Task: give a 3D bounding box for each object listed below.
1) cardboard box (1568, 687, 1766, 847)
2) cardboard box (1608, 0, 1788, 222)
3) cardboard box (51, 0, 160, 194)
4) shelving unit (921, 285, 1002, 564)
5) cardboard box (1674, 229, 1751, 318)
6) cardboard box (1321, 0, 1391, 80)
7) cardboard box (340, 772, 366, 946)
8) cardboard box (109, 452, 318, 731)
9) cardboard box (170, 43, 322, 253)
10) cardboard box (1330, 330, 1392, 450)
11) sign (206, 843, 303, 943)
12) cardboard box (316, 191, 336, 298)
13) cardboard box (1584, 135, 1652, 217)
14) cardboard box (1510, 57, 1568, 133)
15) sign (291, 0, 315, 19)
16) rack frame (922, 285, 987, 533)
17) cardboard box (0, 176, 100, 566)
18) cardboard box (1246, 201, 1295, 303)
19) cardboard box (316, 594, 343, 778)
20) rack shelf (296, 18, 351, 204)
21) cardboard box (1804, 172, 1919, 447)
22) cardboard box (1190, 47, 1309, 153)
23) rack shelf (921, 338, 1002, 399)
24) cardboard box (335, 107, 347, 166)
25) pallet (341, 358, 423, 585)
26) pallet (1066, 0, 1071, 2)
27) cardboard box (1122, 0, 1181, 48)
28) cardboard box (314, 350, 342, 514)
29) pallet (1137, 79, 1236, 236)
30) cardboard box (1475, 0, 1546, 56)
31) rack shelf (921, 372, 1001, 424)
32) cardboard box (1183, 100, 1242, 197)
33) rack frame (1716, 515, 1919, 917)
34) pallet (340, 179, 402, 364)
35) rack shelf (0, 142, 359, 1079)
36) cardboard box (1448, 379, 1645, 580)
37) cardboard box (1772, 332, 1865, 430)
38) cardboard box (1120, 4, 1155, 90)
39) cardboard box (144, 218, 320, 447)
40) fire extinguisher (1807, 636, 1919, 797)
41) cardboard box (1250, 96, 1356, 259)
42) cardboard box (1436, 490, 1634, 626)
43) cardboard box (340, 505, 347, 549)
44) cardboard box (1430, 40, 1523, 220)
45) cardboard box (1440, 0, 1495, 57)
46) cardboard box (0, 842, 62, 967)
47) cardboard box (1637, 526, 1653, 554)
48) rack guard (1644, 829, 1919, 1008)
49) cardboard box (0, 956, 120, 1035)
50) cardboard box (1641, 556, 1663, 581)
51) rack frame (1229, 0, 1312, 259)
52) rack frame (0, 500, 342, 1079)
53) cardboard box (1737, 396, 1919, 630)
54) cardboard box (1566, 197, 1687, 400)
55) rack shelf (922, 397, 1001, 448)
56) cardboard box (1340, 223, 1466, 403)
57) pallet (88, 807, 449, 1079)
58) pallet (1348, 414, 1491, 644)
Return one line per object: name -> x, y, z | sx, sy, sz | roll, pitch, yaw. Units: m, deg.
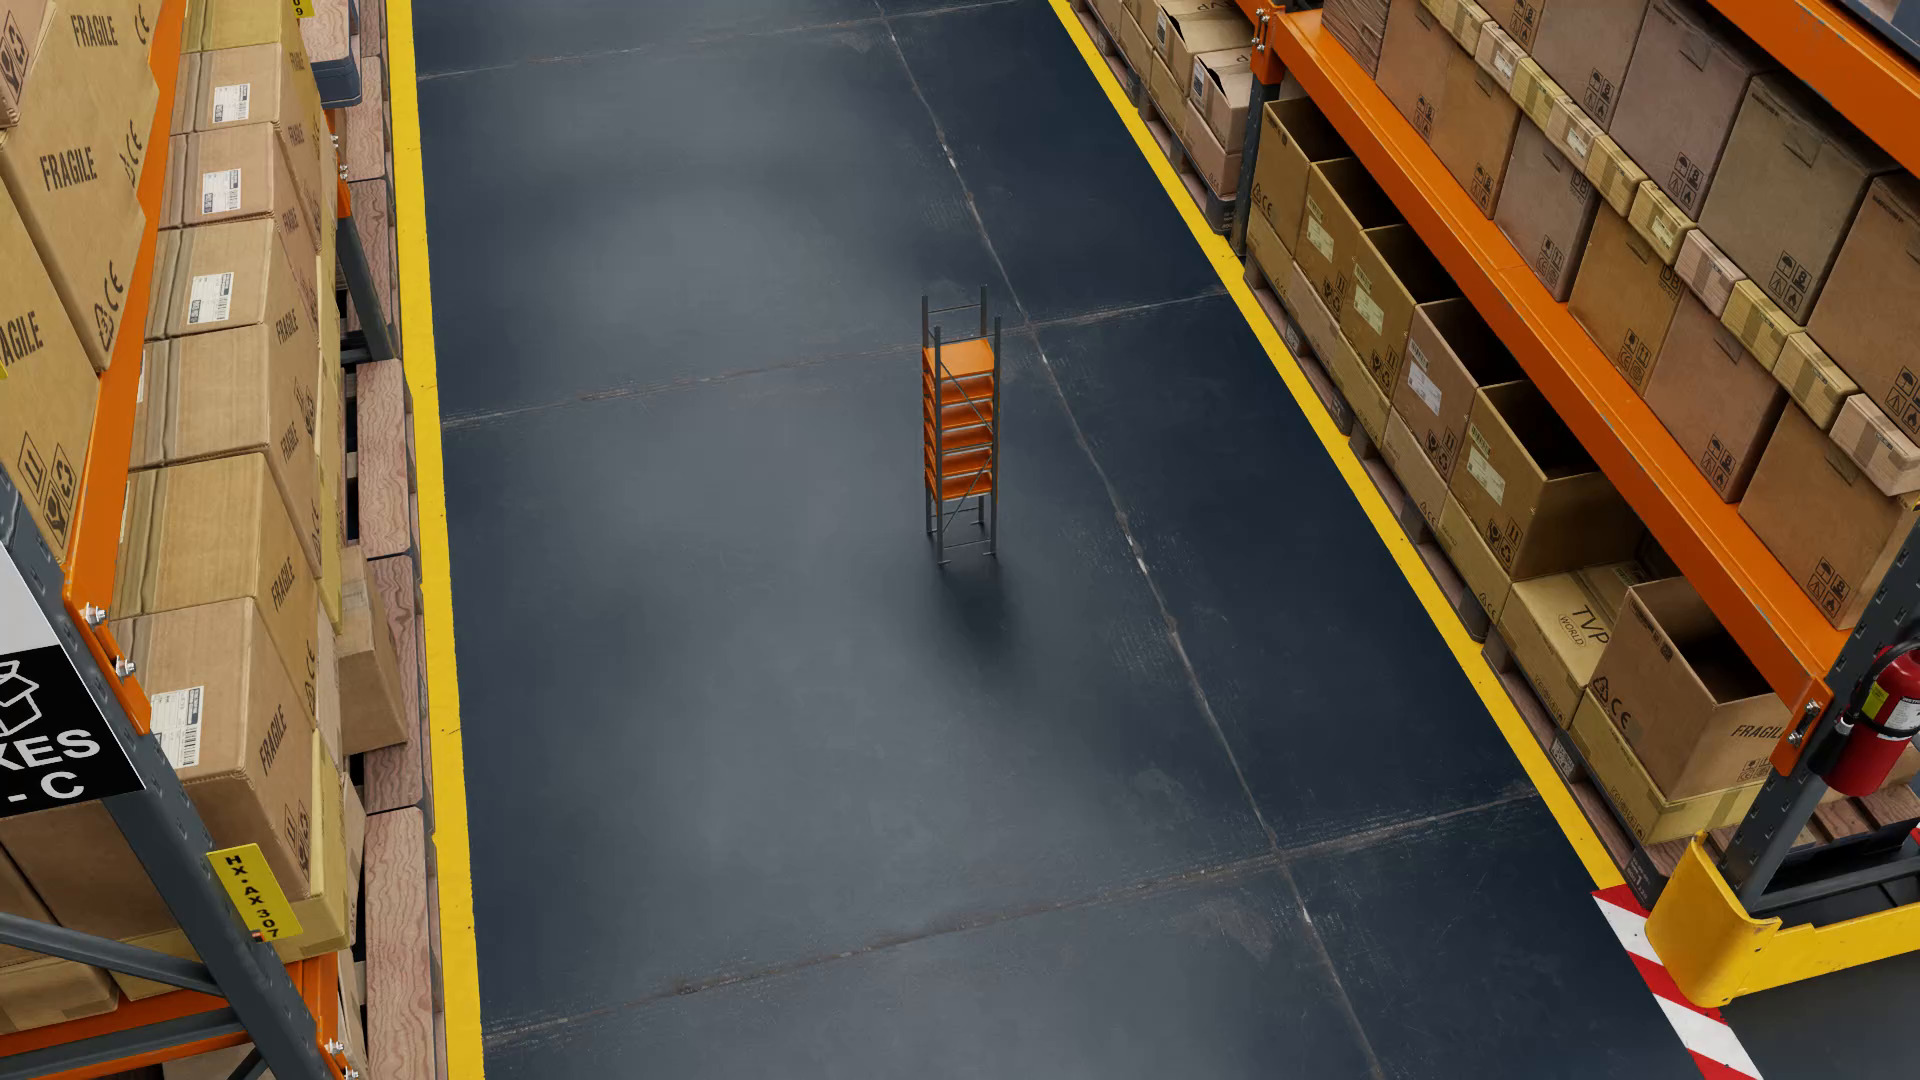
cardboard box -> 2.422, 0.707, 5.588 | 0.500, 0.250, 0.500 | -11, 47, -10
cardboard box -> 2.455, -1.352, 4.997 | 0.700, 0.500, 0.500 | -11, 47, -10
cardboard box -> -2.026, -0.987, 3.433 | 0.500, 0.500, 0.500 | -9, 46, -8
shelving unit -> 0.004, -0.410, 6.312 | 0.258, 1.200, 0.189 | -11, 47, -10
cardboard box -> 2.367, -0.814, 4.923 | 0.380, 0.149, 0.250 | -10, 46, -10
cardboard box -> 1.941, -2.283, 6.817 | 0.700, 0.500, 0.500 | -12, 47, -11
cardboard box -> -2.179, 1.016, 5.229 | 0.500, 0.311, 0.500 | -7, 46, -7
cardboard box -> -1.891, 0.172, 4.047 | 0.500, 0.500, 0.500 | -11, 47, -10
cardboard box -> -2.413, -1.249, 5.440 | 0.500, 0.500, 0.500 | -11, 47, -11
cardboard box -> 1.893, -0.670, 6.938 | 0.500, 0.250, 0.500 | -11, 47, -10
sign -> -1.418, 0.714, 3.344 | 0.100, 0.325, 0.005 | -11, 47, -10
cardboard box -> -2.433, -0.983, 5.704 | 0.500, 0.250, 0.500 | -11, 47, -10
cardboard box -> 2.230, -1.177, 5.279 | 0.380, 0.149, 0.250 | -10, 46, -9
cardboard box -> 2.103, -1.526, 5.621 | 0.380, 0.149, 0.250 | -11, 47, -11
sign -> -2.444, -2.053, 6.055 | 0.100, 0.325, 0.005 | -11, 47, -10
rack frame -> -0.020, -0.473, 6.374 | 0.240, 1.200, 0.006 | -11, 47, -10
cardboard box -> -1.787, -0.252, 2.713 | 0.500, 0.500, 0.500 | -10, 46, -9
cardboard box -> 1.647, -1.363, 7.616 | 0.500, 0.250, 0.500 | -11, 47, -10
cardboard box -> -1.907, 0.411, 4.338 | 0.500, 0.250, 0.500 | -12, 47, -12
rack shelf -> -3.479, -2.774, 7.872 | 1.077, 0.370, 4.000 | -11, 47, -10
cardboard box -> 2.724, -0.642, 4.301 | 0.700, 0.500, 0.500 | -11, 47, -10
cardboard box -> 1.440, -2.162, 8.007 | 0.500, 0.311, 0.500 | -11, 47, -10
rack shelf -> 0.004, -0.631, 6.086 | 0.258, 0.103, 0.180 | -11, 47, -10
cardboard box -> -3.443, -2.137, 8.186 | 0.700, 0.500, 0.500 | -10, 46, -10
pallet -> -2.760, -0.212, 6.810 | 1.003, 0.211, 1.213 | -11, 47, -10
pallet -> 0.970, -3.764, 10.291 | 1.003, 0.211, 1.213 | -11, 47, -10
cardboard box -> 1.176, -2.865, 8.696 | 0.500, 0.311, 0.500 | -11, 47, -10
cardboard box -> -2.159, -0.291, 5.026 | 0.500, 0.250, 0.500 | -10, 46, -10
pallet -> 1.595, -2.079, 8.640 | 1.003, 0.211, 1.213 | -11, 47, -10
cardboard box -> 2.199, -2.043, 5.674 | 0.700, 0.500, 0.500 | -11, 47, -10
rack shelf -> 0.004, -0.547, 6.172 | 0.258, 0.103, 0.180 | -11, 47, -10
cardboard box -> 1.435, -1.971, 8.213 | 0.500, 0.250, 0.500 | -11, 47, -11
rack frame -> 2.845, 0.208, 4.446 | 1.000, 3.000, 0.127 | -11, 47, -10
pallet -> -3.167, -1.206, 7.785 | 1.003, 0.211, 1.213 | -11, 47, -10
rack shelf -> -2.455, -0.013, 5.166 | 1.077, 0.370, 4.000 | -11, 47, -10
cardboard box -> 2.150, -0.243, 5.994 | 0.500, 0.500, 0.500 | -11, 47, -10
cardboard box -> 2.495, -0.463, 4.580 | 0.380, 0.149, 0.250 | -10, 46, -9
cardboard box -> 1.175, -2.674, 8.902 | 0.500, 0.250, 0.500 | -10, 46, -9
cardboard box -> -2.161, -0.540, 4.745 | 0.500, 0.500, 0.500 | -9, 46, -9
fire extinguisher -> 2.426, 0.402, 4.310 | 0.296, 0.674, 0.183 | -11, 47, -10
cardboard box -> 1.637, -1.623, 7.347 | 0.500, 0.500, 0.500 | -11, 47, -10
cardboard box -> 2.153, 0.019, 6.262 | 0.500, 0.250, 0.500 | -11, 47, -10
cardboard box -> -2.662, -0.215, 6.303 | 0.500, 0.500, 0.500 | -14, 47, -13
cardboard box -> 2.207, -1.573, 6.122 | 0.700, 0.500, 0.500 | -10, 46, -10
cardboard box -> 1.965, -1.890, 5.977 | 0.380, 0.149, 0.250 | -12, 47, -12
cardboard box -> -2.269, 0.613, 3.615 | 0.500, 0.500, 0.500 | -11, 47, -11
cardboard box -> 2.653, -0.338, 6.087 | 0.500, 0.500, 0.500 | -11, 47, -10
rack guard -> 2.851, 1.100, 5.322 | 1.175, 0.500, 0.348 | -11, 47, -10
cardboard box -> -2.250, 0.875, 3.884 | 0.500, 0.250, 0.500 | -10, 46, -10
cardboard box -> 2.791, 0.268, 6.018 | 0.500, 0.250, 0.500 | -11, 47, -10
rack frame -> 1.821, -2.554, 7.152 | 1.000, 3.000, 0.127 | -11, 47, -10
rack frame -> -1.943, 1.116, 3.556 | 1.000, 3.000, 0.127 | -11, 47, -10
cardboard box -> 2.738, -0.152, 4.728 | 0.700, 0.500, 0.500 | -11, 47, -10
cardboard box -> 2.477, -0.857, 5.420 | 0.700, 0.500, 0.500 | -10, 46, -10
rack shelf -> 0.004, -0.463, 6.258 | 0.258, 0.103, 0.180 | -11, 47, -10
cardboard box -> 1.893, -0.933, 6.670 | 0.500, 0.500, 0.500 | -11, 47, -10
pallet -> -2.136, 1.473, 5.159 | 1.003, 0.211, 1.213 | -11, 47, -10
pallet -> 2.300, -0.177, 6.776 | 1.003, 0.211, 1.213 | -11, 47, -10
